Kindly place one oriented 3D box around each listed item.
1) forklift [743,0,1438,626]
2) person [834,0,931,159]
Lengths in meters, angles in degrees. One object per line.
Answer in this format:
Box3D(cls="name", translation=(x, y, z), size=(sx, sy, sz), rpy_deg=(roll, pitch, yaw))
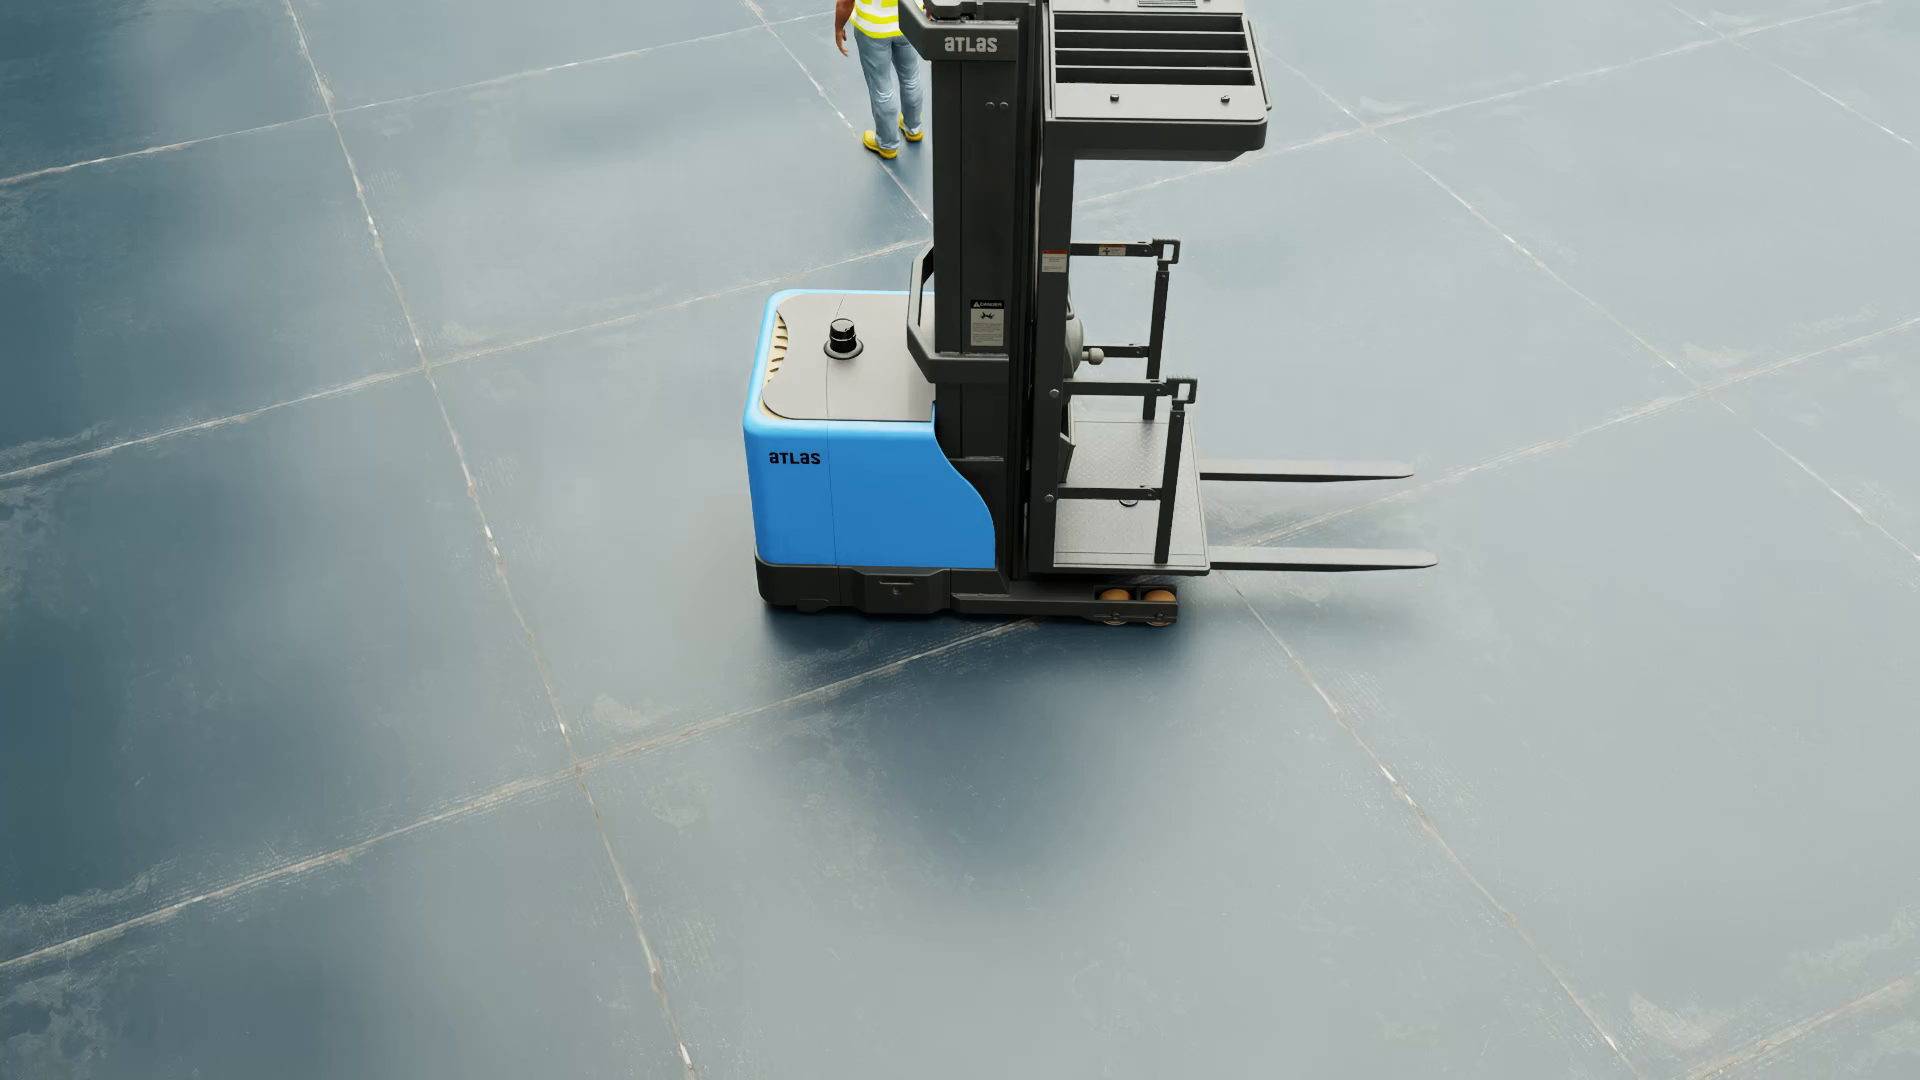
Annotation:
Box3D(cls="forklift", translation=(0.619, -1.059, 6.815), size=(3.031, 2.935, 1.130), rpy_deg=(1, 43, 1))
Box3D(cls="person", translation=(-0.464, -3.106, 9.852), size=(0.665, 1.768, 0.575), rpy_deg=(-20, 47, -20))
